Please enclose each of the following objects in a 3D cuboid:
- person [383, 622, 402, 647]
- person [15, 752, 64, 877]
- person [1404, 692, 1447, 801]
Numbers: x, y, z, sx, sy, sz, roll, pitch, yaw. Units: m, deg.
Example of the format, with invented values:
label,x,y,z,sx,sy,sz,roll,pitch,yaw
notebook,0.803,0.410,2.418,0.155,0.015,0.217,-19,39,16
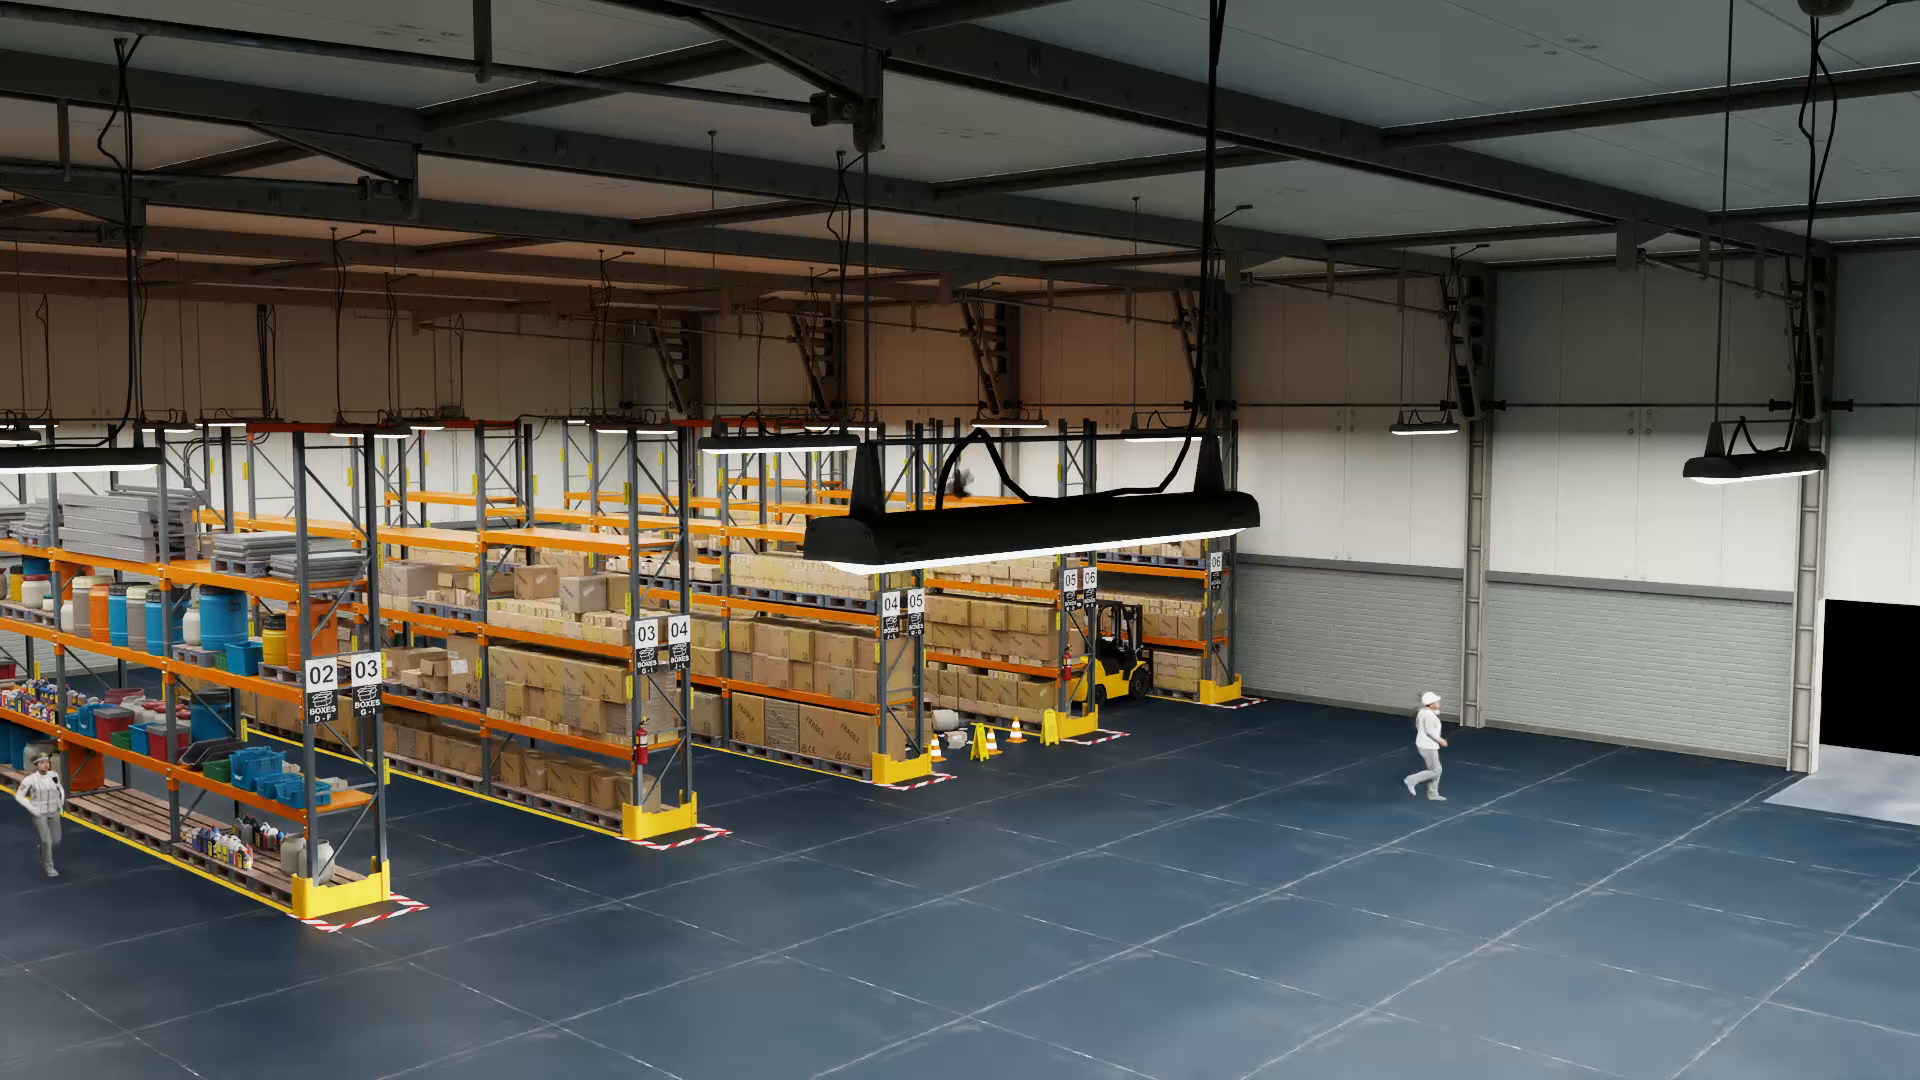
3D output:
label,x,y,z,sx,sy,sz,roll,pitch,yaw
person,-13.614,2.197,39.918,0.553,1.737,0.737,-1,5,-15
person,-12.379,3.673,22.404,0.586,1.673,0.628,3,6,35
person,7.429,3.302,26.572,0.723,1.760,0.667,0,5,1
